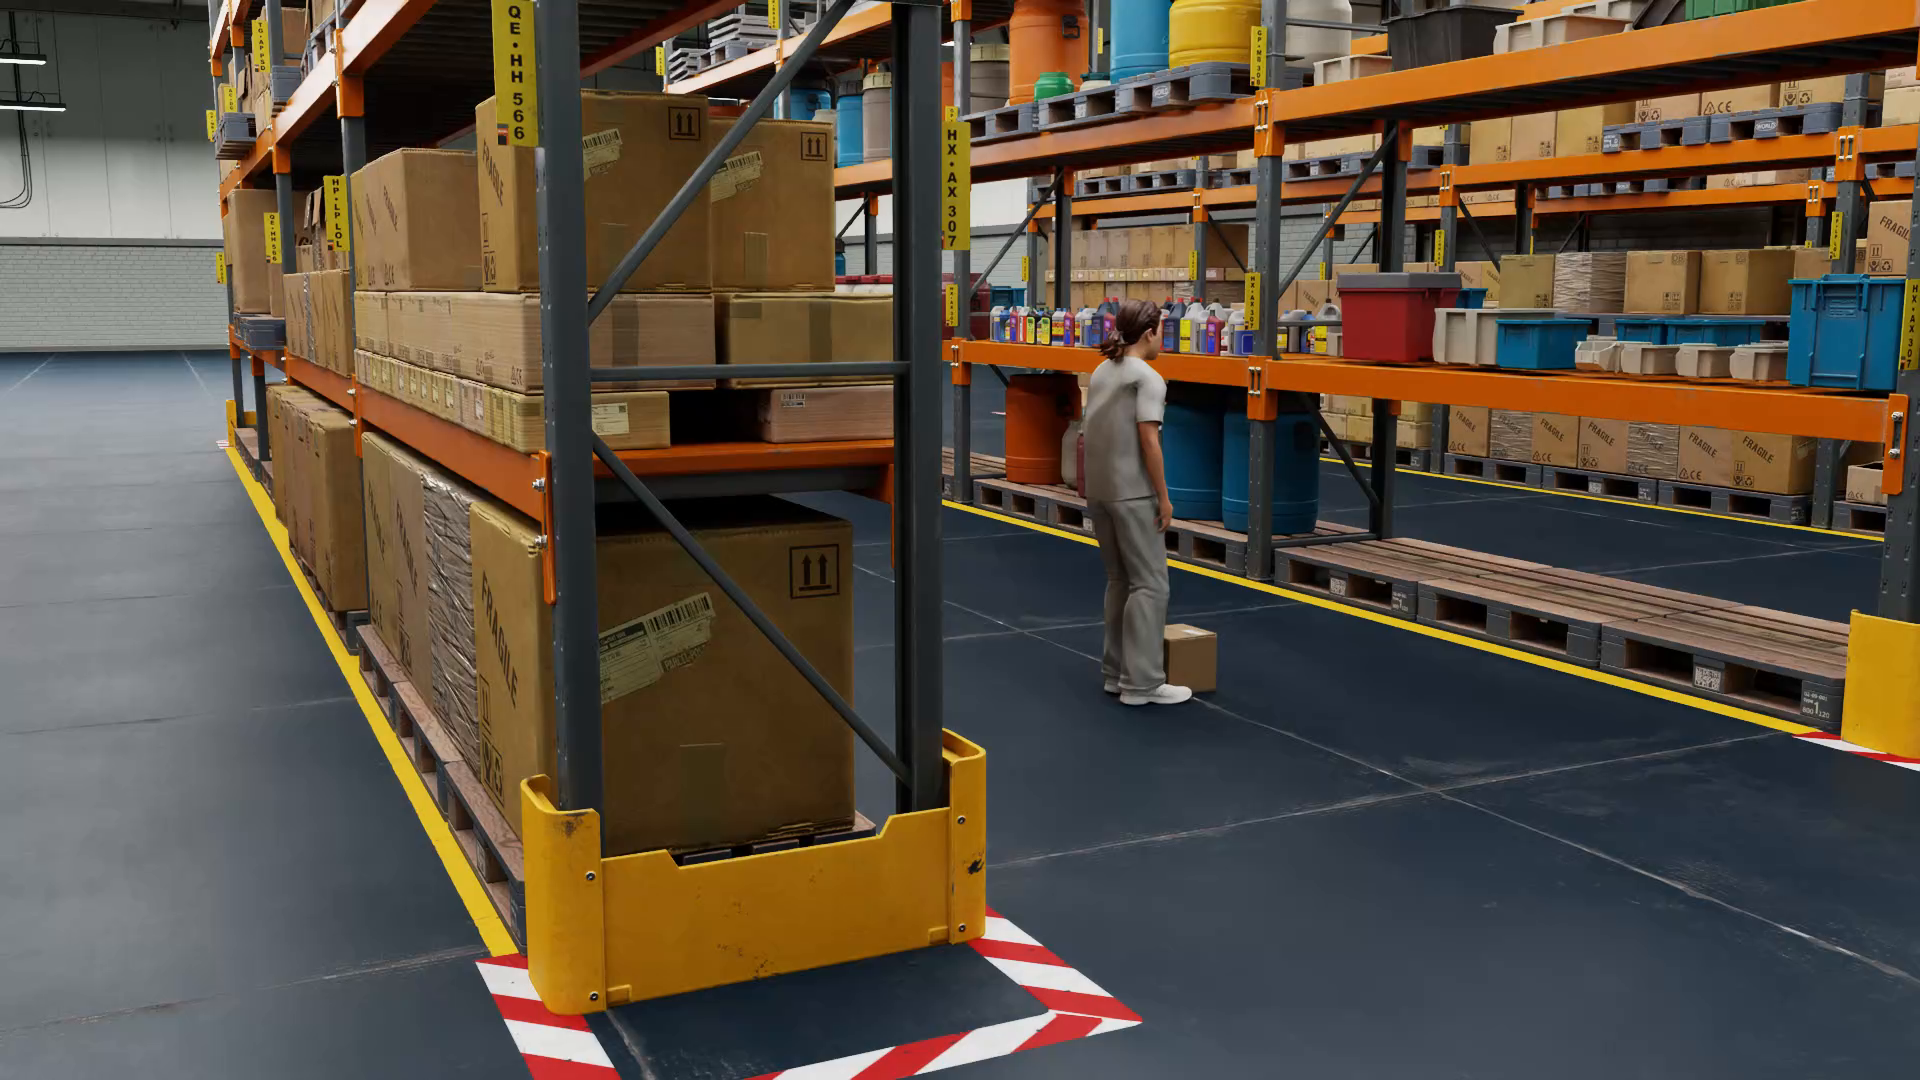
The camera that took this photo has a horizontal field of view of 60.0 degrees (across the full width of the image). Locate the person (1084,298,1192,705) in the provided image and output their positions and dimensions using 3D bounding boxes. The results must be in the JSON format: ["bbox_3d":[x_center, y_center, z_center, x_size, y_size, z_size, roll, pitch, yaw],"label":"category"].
[{"bbox_3d":[0.739,-0.170,6.980,0.411,1.672,0.514,-5,10,-29],"label":"person"}]
